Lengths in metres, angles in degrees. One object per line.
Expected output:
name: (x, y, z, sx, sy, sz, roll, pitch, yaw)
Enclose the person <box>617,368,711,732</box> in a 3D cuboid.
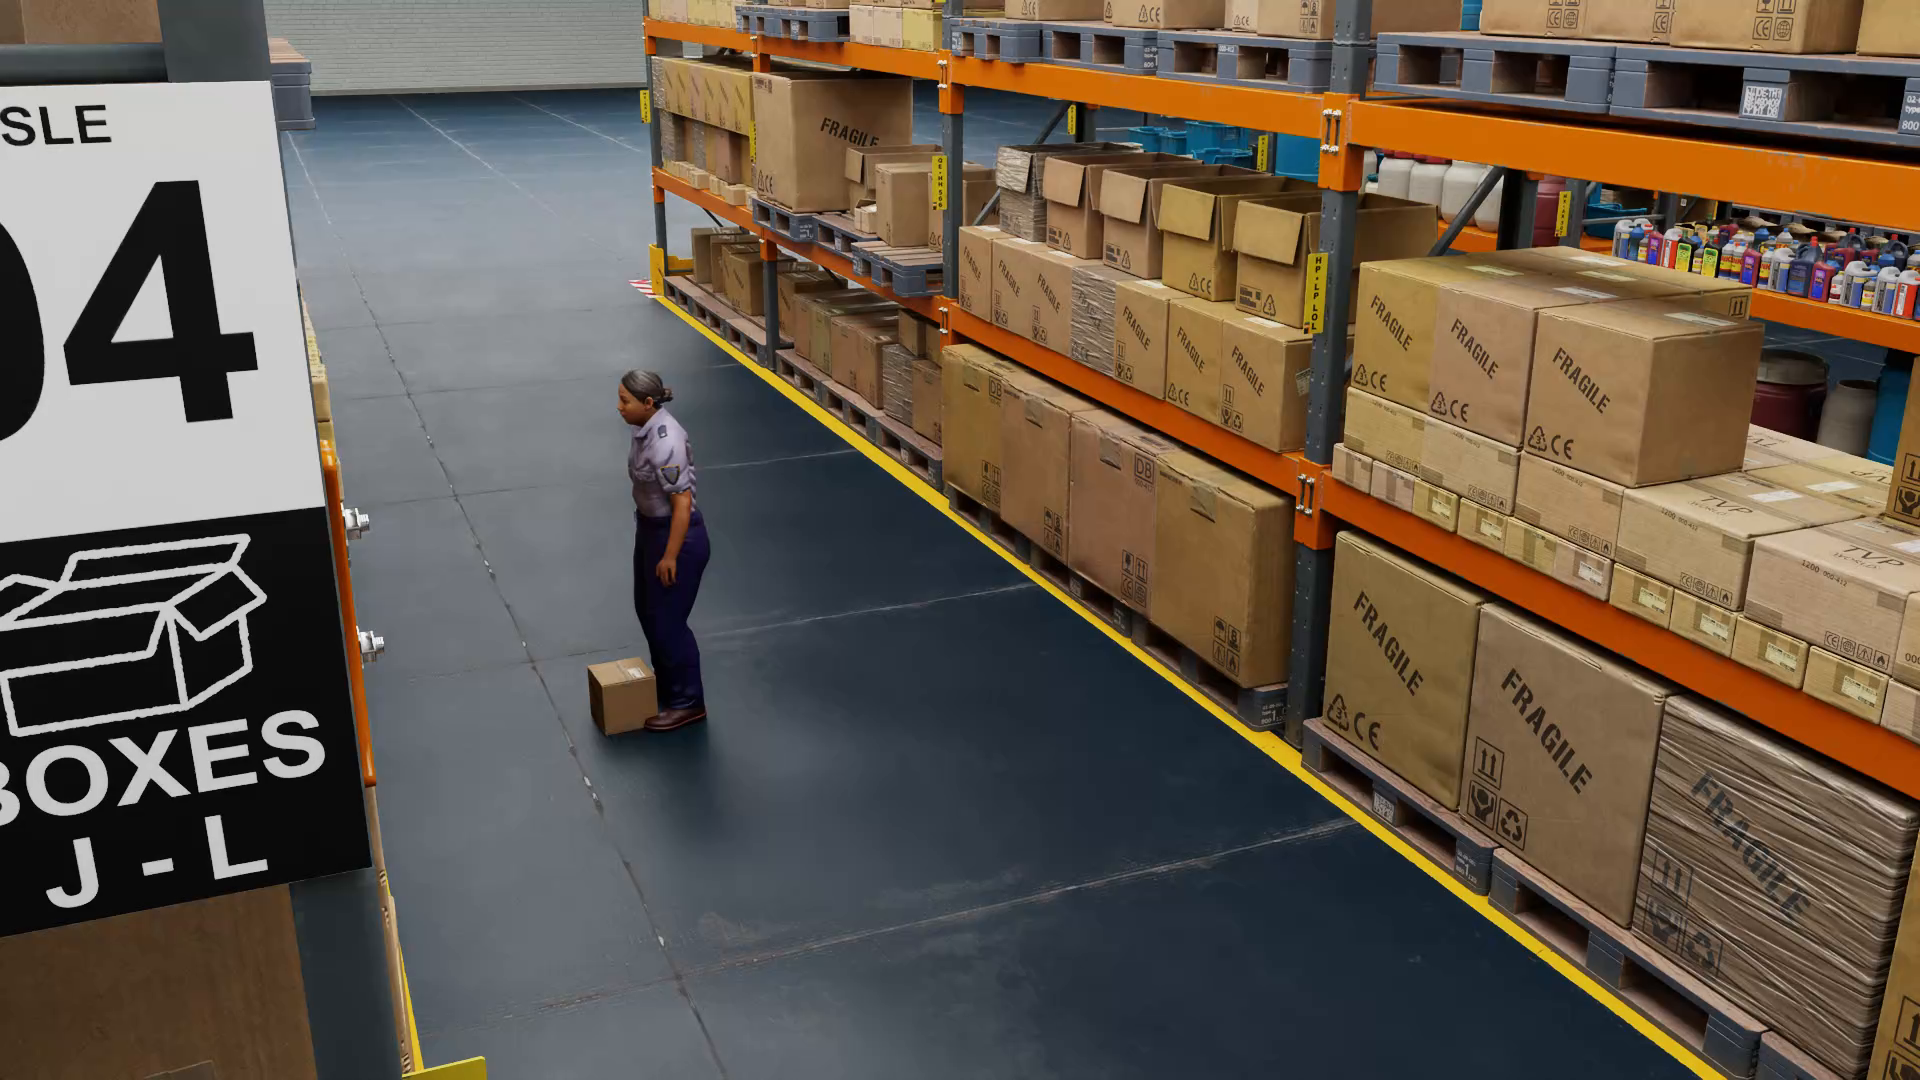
person: (-1.338, 0.019, 7.521, 0.372, 1.652, 0.537, -8, 20, -22)
